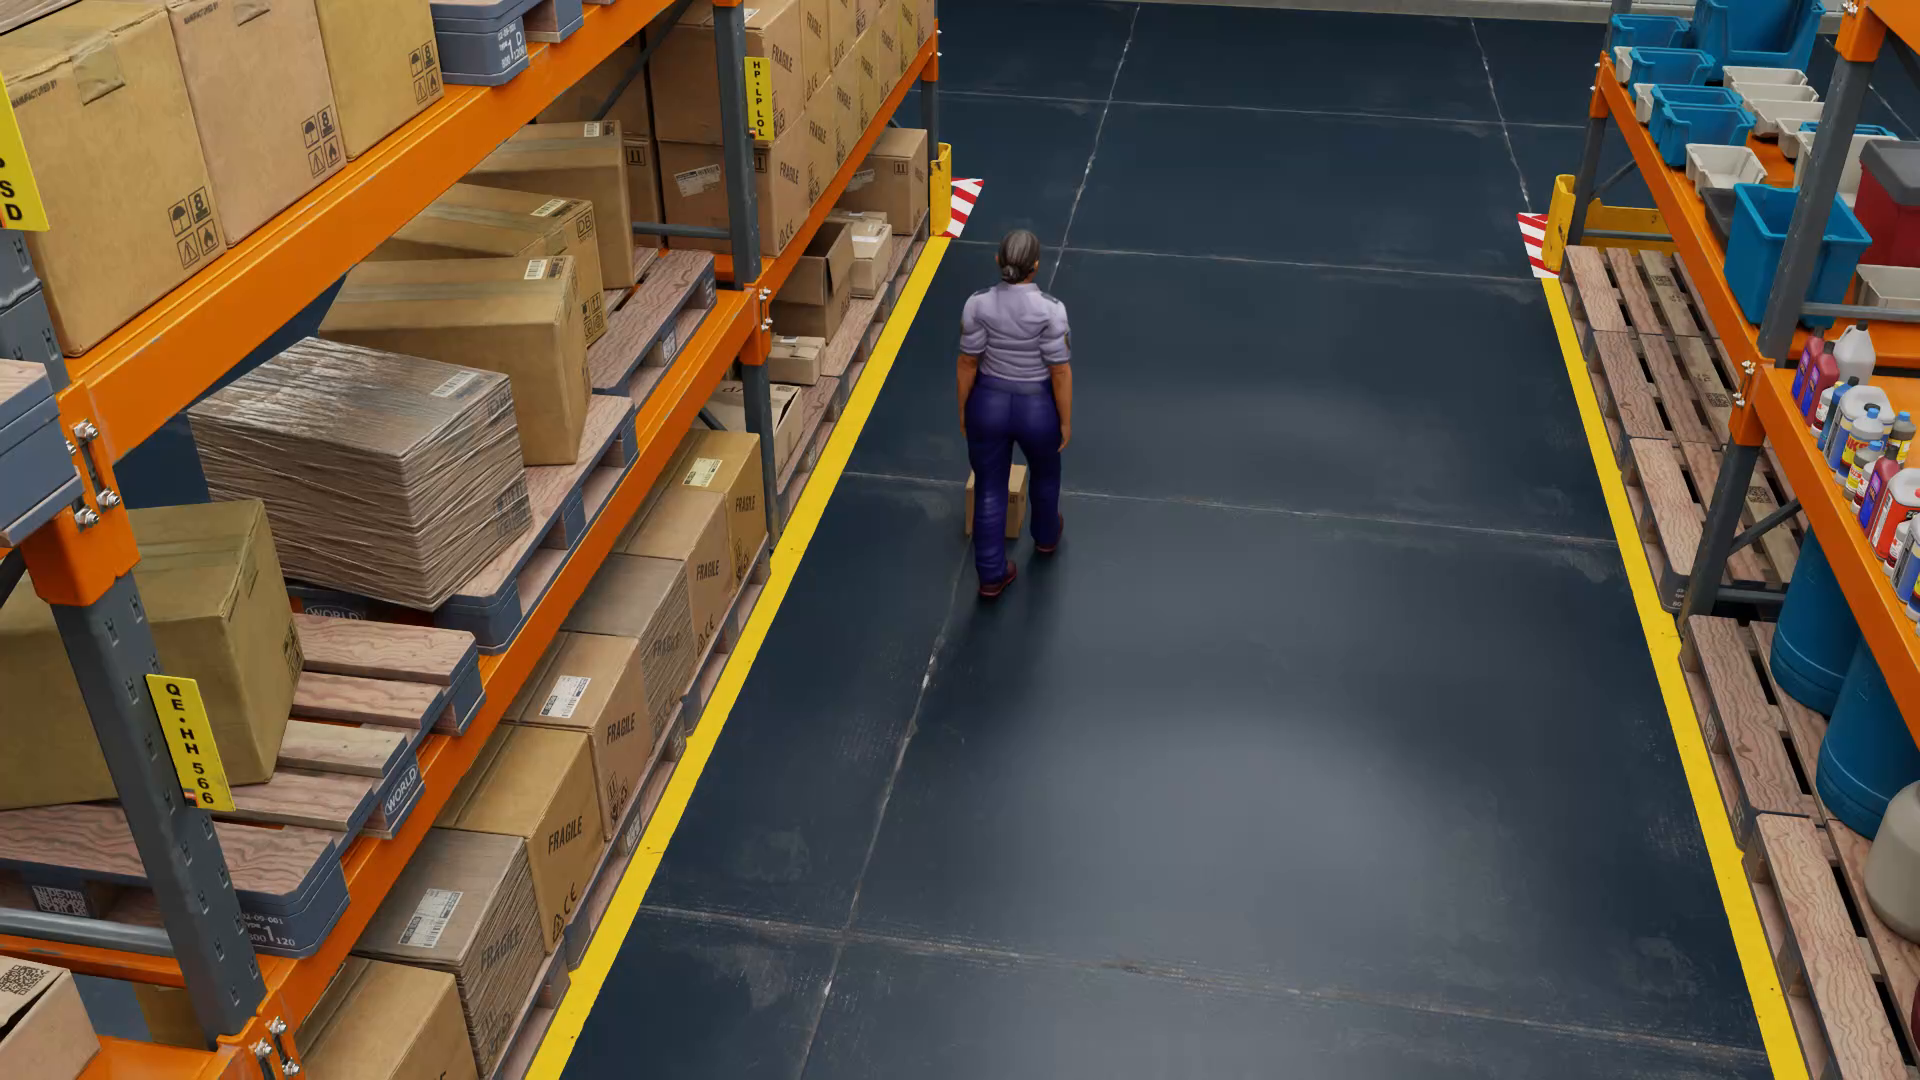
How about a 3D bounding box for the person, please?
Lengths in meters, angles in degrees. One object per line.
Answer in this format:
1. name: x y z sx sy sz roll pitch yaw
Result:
1. person: 0.248 -0.598 7.079 0.489 1.635 0.699 5 33 7
